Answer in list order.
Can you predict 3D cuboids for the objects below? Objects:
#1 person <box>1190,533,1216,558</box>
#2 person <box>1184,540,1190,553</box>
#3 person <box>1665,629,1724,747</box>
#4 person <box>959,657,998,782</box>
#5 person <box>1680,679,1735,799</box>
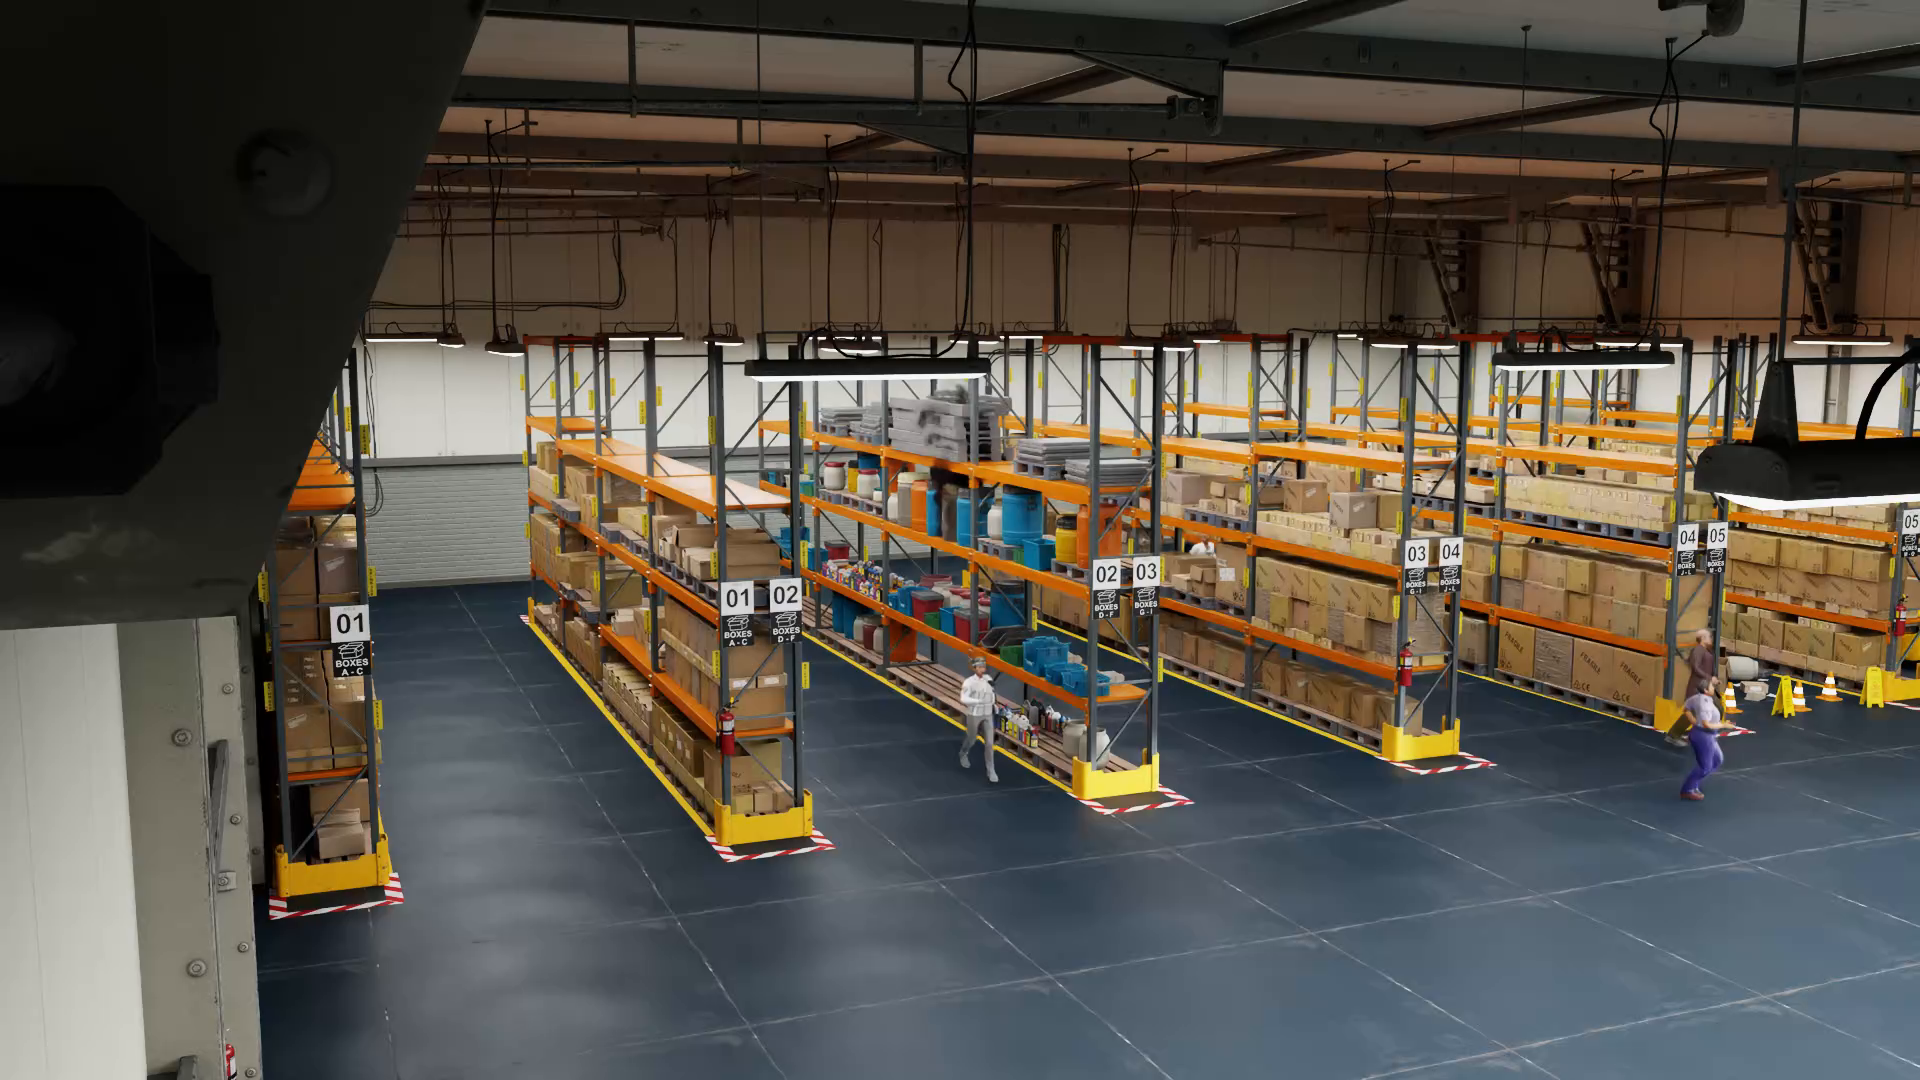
[{"bbox_3d":[5.262,0.695,35.940,0.718,1.777,0.921,-3,8,-20],"label":"person"},{"bbox_3d":[5.697,0.007,41.910,0.483,1.521,0.640,5,9,31],"label":"person"},{"bbox_3d":[10.898,2.226,24.564,0.738,1.823,0.770,6,9,36],"label":"person"},{"bbox_3d":[0.258,2.425,22.978,0.575,1.679,0.939,-3,8,-23],"label":"person"},{"bbox_3d":[9.852,2.628,21.926,0.605,1.603,0.582,2,8,14],"label":"person"}]
